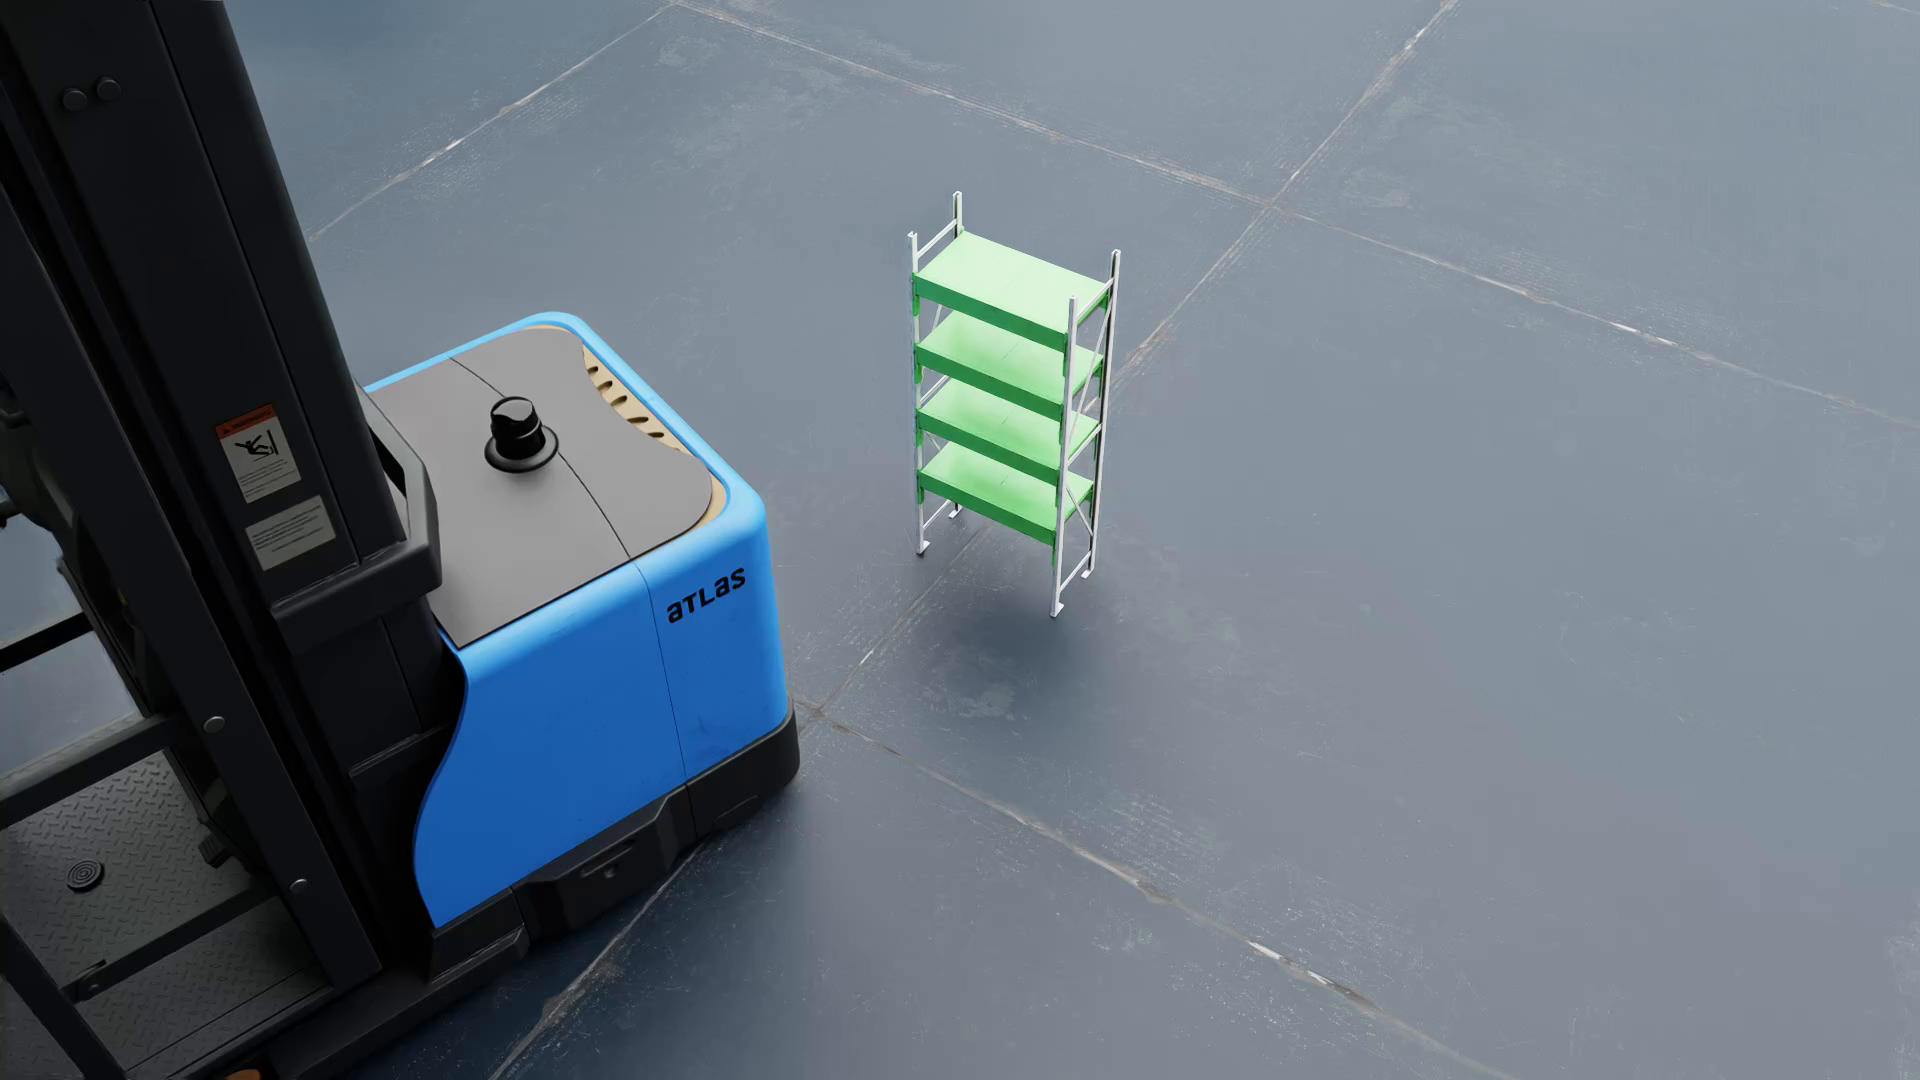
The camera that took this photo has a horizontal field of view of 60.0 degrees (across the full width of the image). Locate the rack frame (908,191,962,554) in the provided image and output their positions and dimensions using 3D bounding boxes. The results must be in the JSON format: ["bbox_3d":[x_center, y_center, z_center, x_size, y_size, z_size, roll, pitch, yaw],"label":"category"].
[{"bbox_3d":[-0.066,-0.449,4.849,0.015,1.200,0.240,25,51,22],"label":"rack frame"}]

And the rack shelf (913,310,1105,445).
[{"bbox_3d":[0.139,-0.477,4.631,0.480,0.148,0.258,25,51,22],"label":"rack shelf"}]

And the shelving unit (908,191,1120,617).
[{"bbox_3d":[0.139,-0.354,4.757,0.503,1.200,0.258,25,51,22],"label":"shelving unit"}]

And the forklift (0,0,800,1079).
[{"bbox_3d":[-1.909,0.028,3.179,3.031,2.935,1.130,-29,53,-26],"label":"forklift"}]

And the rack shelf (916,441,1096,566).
[{"bbox_3d":[0.139,-0.142,4.975,0.480,0.148,0.258,25,51,22],"label":"rack shelf"}]

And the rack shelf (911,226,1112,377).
[{"bbox_3d":[0.139,-0.644,4.459,0.480,0.148,0.258,25,51,22],"label":"rack shelf"}]

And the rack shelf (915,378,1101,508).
[{"bbox_3d":[0.139,-0.310,4.803,0.480,0.148,0.258,25,51,22],"label":"rack shelf"}]

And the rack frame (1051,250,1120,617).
[{"bbox_3d":[0.345,-0.260,4.666,0.015,1.200,0.240,25,51,22],"label":"rack frame"}]
